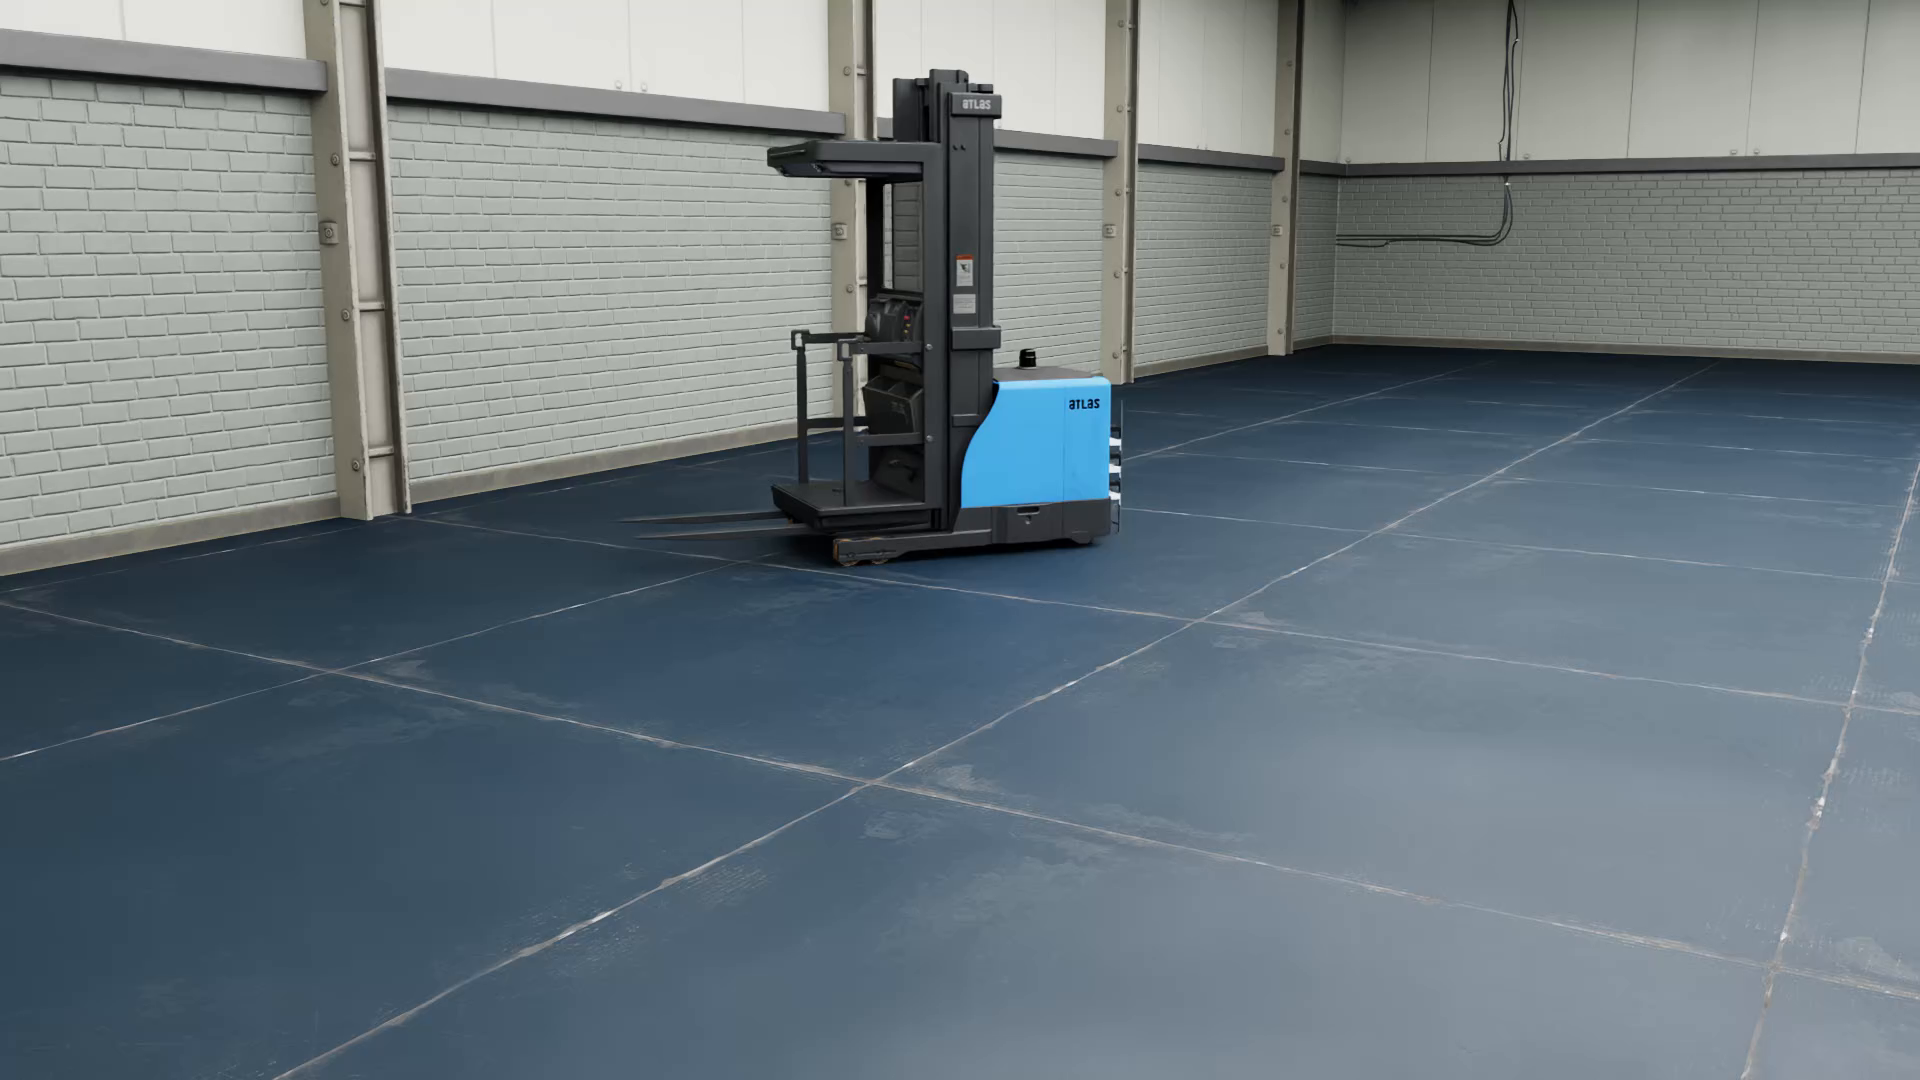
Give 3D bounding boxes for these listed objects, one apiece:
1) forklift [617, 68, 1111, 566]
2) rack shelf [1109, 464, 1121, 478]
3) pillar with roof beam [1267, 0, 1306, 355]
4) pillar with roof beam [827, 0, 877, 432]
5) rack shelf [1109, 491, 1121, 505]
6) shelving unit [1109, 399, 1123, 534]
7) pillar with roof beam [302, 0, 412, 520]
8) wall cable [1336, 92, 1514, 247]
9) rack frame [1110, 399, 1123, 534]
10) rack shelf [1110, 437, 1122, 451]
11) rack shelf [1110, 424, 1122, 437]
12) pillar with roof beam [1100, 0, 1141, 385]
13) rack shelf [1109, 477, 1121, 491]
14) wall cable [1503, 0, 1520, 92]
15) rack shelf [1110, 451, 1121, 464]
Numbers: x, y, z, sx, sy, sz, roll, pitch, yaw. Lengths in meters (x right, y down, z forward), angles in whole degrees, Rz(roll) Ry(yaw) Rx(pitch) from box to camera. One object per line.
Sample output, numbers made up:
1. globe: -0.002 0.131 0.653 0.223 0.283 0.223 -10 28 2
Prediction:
1. forklift: -0.599 -1.391 10.336 3.031 2.935 1.130 -4 11 -21
2. rack shelf: 0.927 -0.464 11.082 0.200 0.077 0.258 -4 11 -21
3. pillar with roof beam: 8.860 -7.025 23.941 9.100 9.000 0.400 6 12 31
4. pillar with roof beam: 2.630 -5.138 13.860 9.100 9.000 0.400 6 12 31
5. rack shelf: 0.927 -0.287 11.115 0.200 0.077 0.258 -4 11 -21
6. shelving unit: 0.927 -0.497 11.076 0.210 0.900 0.258 -4 11 -21
7. pillar with roof beam: -0.486 -4.195 8.820 9.100 9.000 0.400 6 12 31
8. wall cable: 7.840 -6.247 28.224 3.097 2.526 0.112 6 12 31
9. rack frame: 1.021 -0.504 11.113 0.006 0.900 0.240 -4 11 -21
10. rack shelf: 0.927 -0.641 11.049 0.200 0.077 0.258 -4 11 -21
11. rack shelf: 0.927 -0.729 11.033 0.200 0.077 0.258 -4 11 -21
12. pillar with roof beam: 5.745 -6.082 18.900 9.100 9.000 0.400 6 12 31
13. rack shelf: 0.927 -0.375 11.099 0.200 0.077 0.258 -4 11 -21
14. wall cable: 10.152 -8.471 26.378 3.097 2.526 0.112 6 12 31
15. rack shelf: 0.927 -0.552 11.066 0.200 0.077 0.258 -4 11 -21
